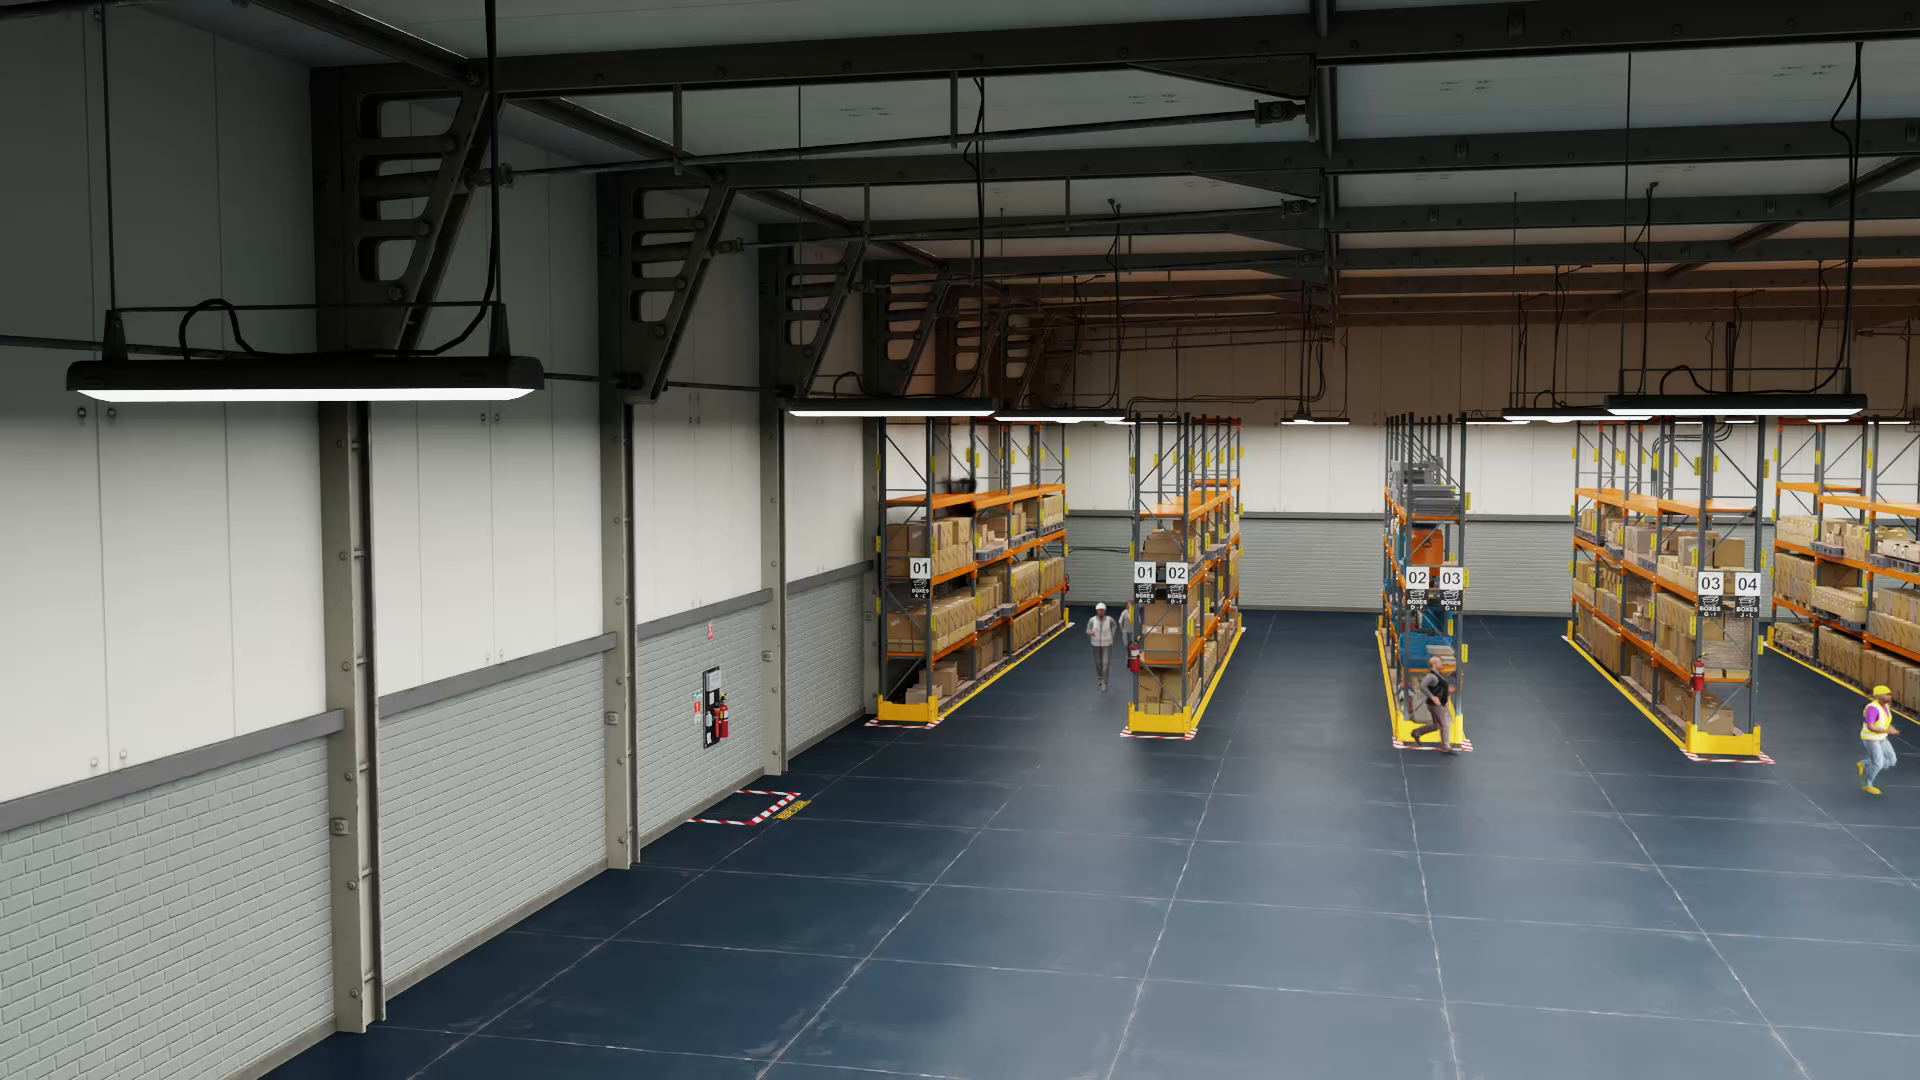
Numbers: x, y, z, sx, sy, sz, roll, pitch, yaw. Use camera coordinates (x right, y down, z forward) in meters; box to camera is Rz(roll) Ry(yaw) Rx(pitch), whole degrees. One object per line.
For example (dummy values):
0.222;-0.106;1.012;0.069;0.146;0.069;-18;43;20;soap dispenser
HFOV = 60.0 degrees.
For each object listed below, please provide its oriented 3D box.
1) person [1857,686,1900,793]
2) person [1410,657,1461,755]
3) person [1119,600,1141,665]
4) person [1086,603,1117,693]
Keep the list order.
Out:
14.377;3.114;25.987;0.749;1.711;0.649;-3;5;-40;person
8.336;2.894;29.152;0.922;1.702;0.672;2;4;29;person
4.094;2.232;40.241;0.535;1.536;0.567;1;4;15;person
2.930;2.203;34.557;0.610;1.821;0.844;1;4;15;person
